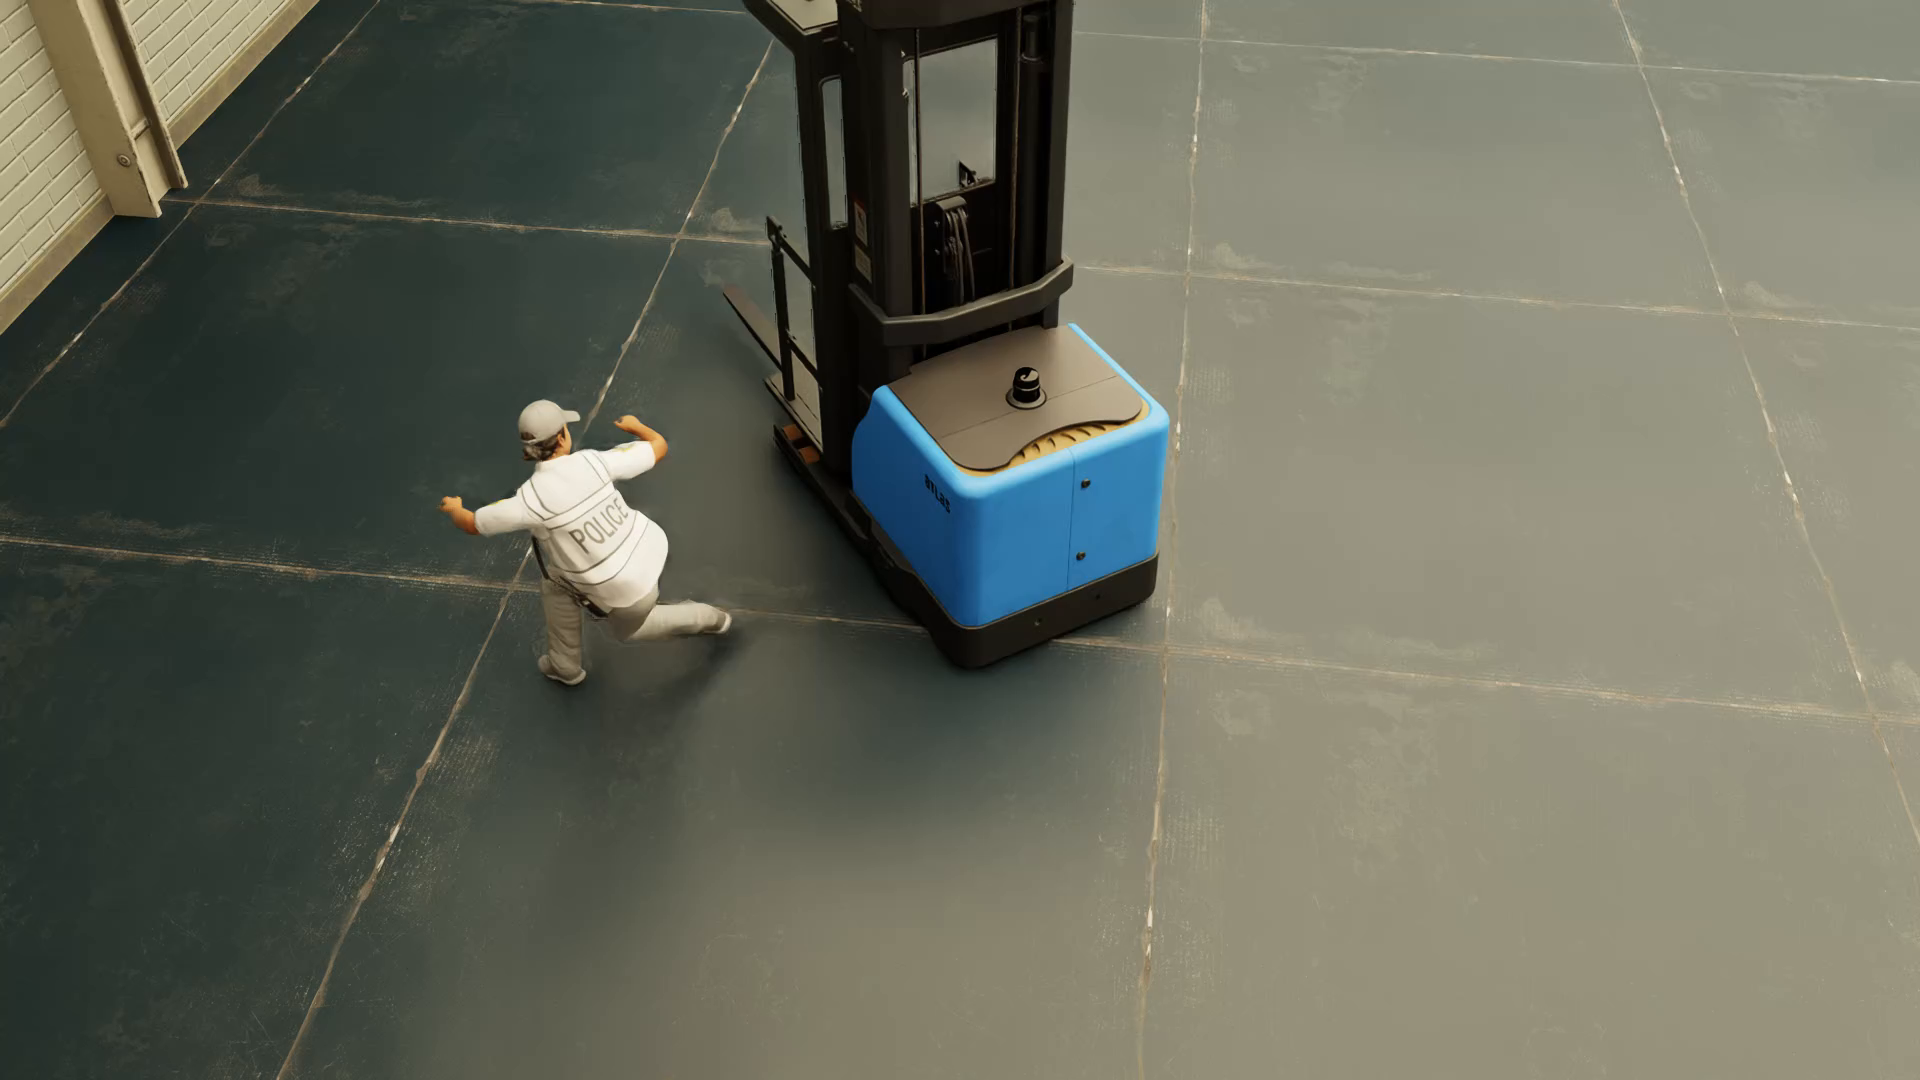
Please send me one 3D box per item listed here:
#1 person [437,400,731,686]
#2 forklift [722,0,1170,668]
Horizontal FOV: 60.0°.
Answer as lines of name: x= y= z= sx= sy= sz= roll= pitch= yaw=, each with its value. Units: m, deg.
person: x=-1.576 y=-0.038 z=6.907 sx=1.062 sy=1.459 sz=0.836 roll=11 pitch=44 yaw=12
forklift: x=-0.269 y=-1.516 z=7.374 sx=1.130 sy=2.935 sz=3.031 roll=-21 pitch=46 yaw=-21
